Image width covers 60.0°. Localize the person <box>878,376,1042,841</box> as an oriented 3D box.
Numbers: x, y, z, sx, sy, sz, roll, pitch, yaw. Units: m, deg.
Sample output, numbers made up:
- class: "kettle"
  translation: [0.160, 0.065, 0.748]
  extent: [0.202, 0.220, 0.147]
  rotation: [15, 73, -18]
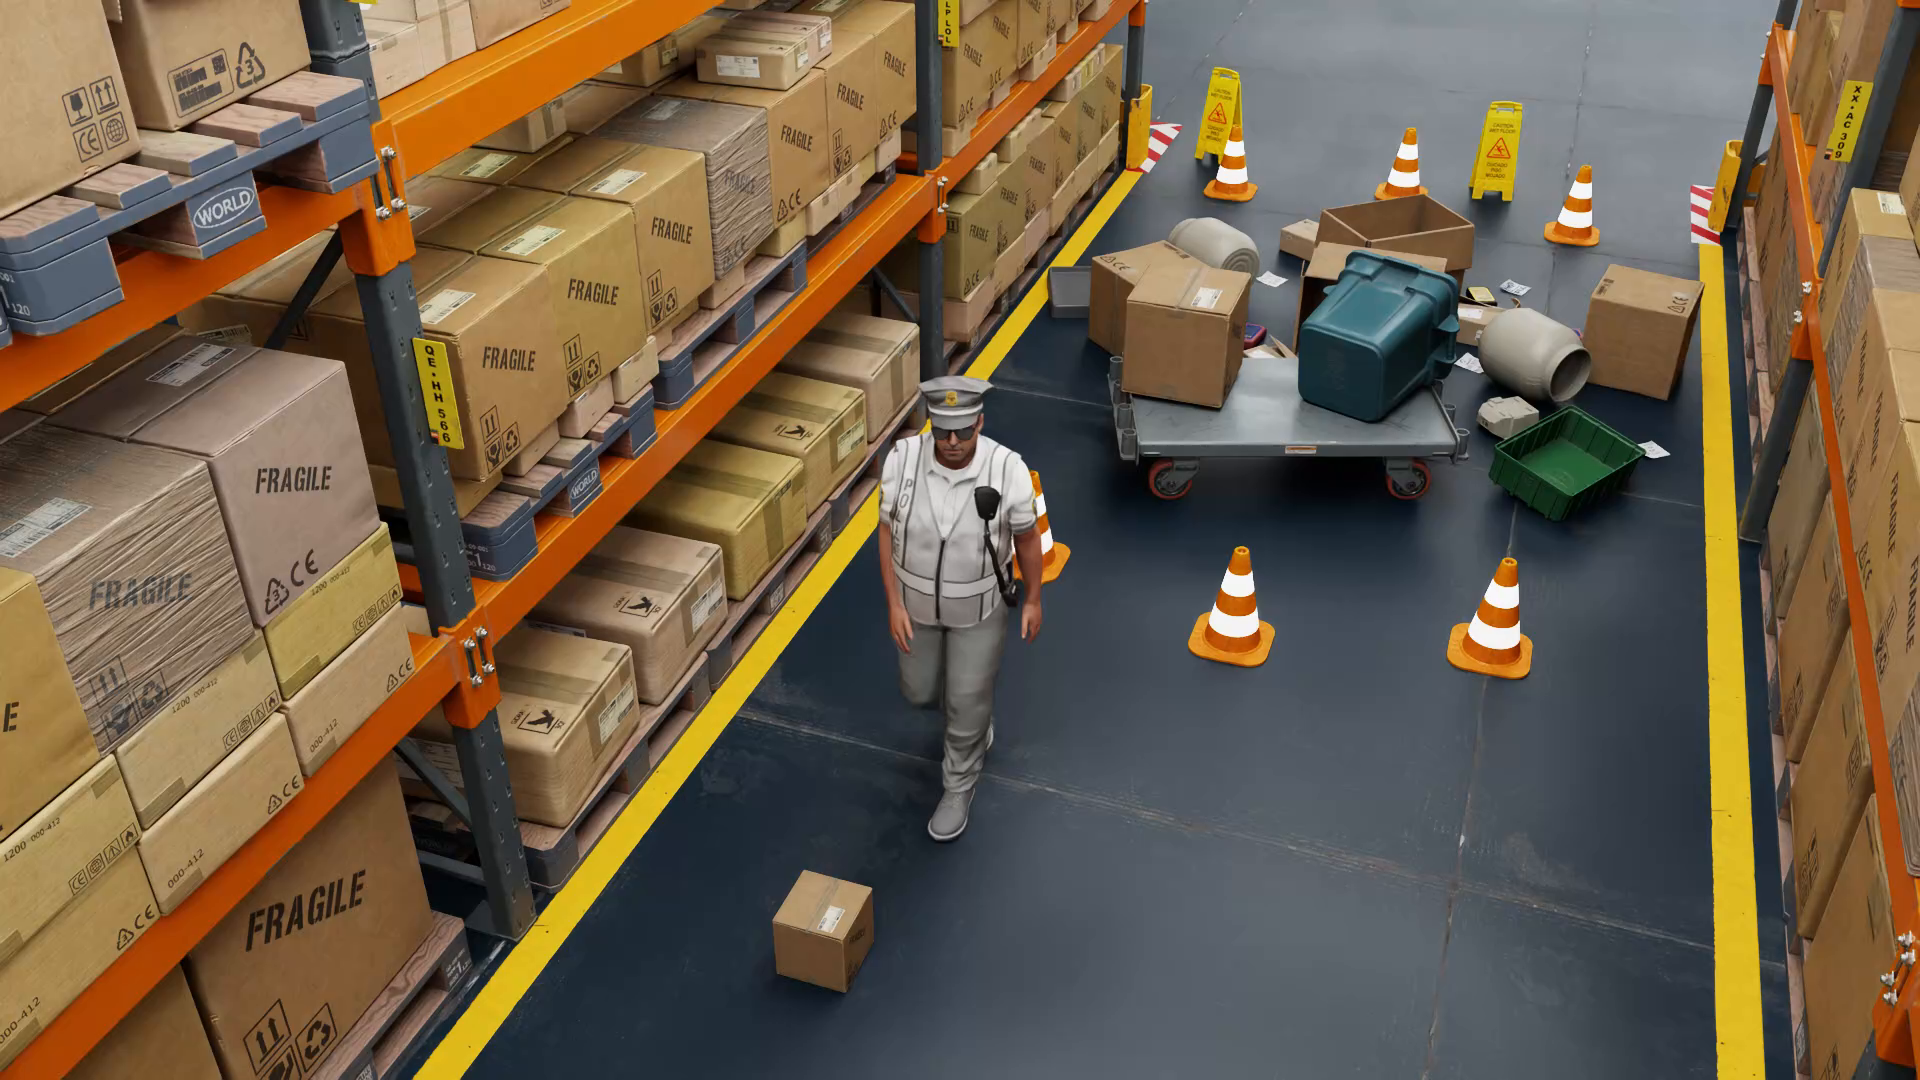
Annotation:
- class: "person"
  translation: [0.010, 0.183, 5.839]
  extent: [0.563, 1.759, 0.703]
  rotation: [8, 34, 12]
